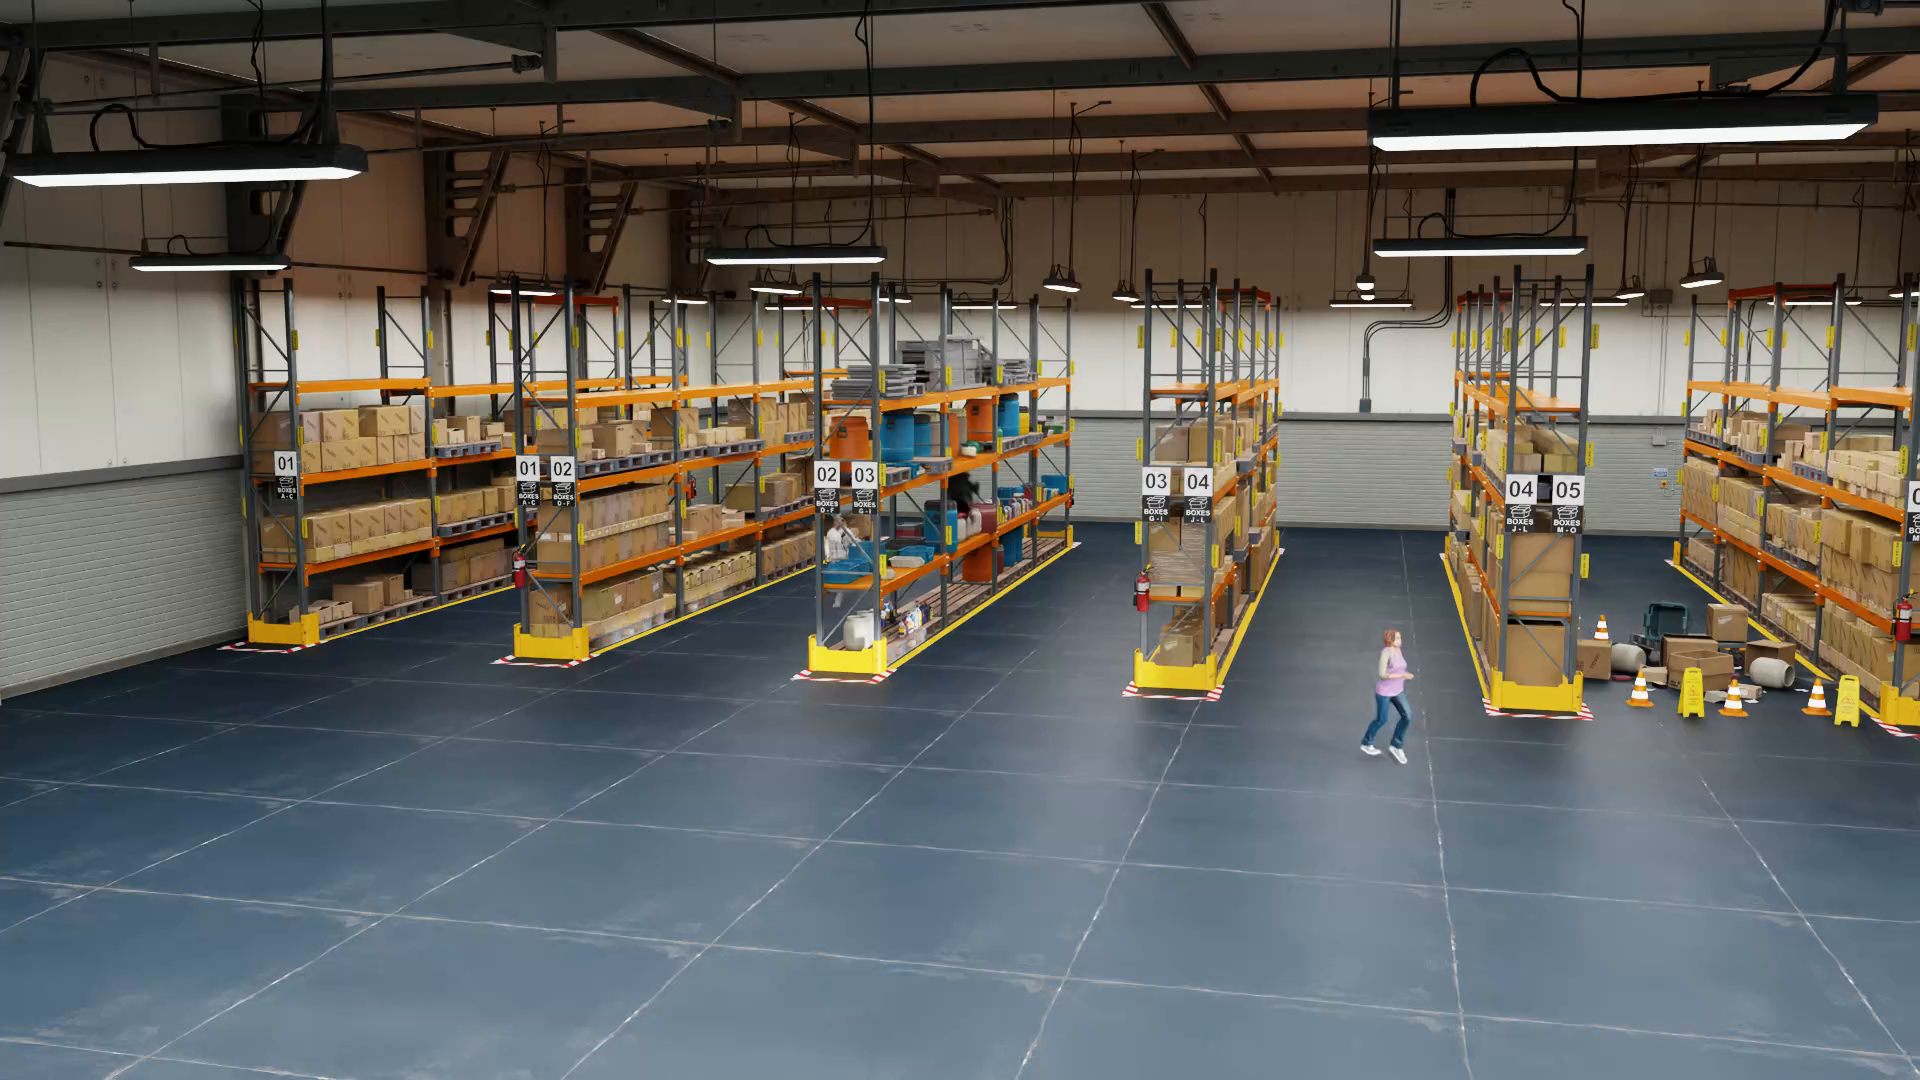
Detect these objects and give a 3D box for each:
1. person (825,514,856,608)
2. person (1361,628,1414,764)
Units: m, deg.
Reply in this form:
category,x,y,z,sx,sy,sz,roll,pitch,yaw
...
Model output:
category,x,y,z,sx,sy,sz,roll,pitch,yaw
person,-2.130,0.343,29.629,0.615,1.682,0.539,2,7,16
person,5.122,1.897,19.795,0.482,1.525,0.734,-5,9,-38
